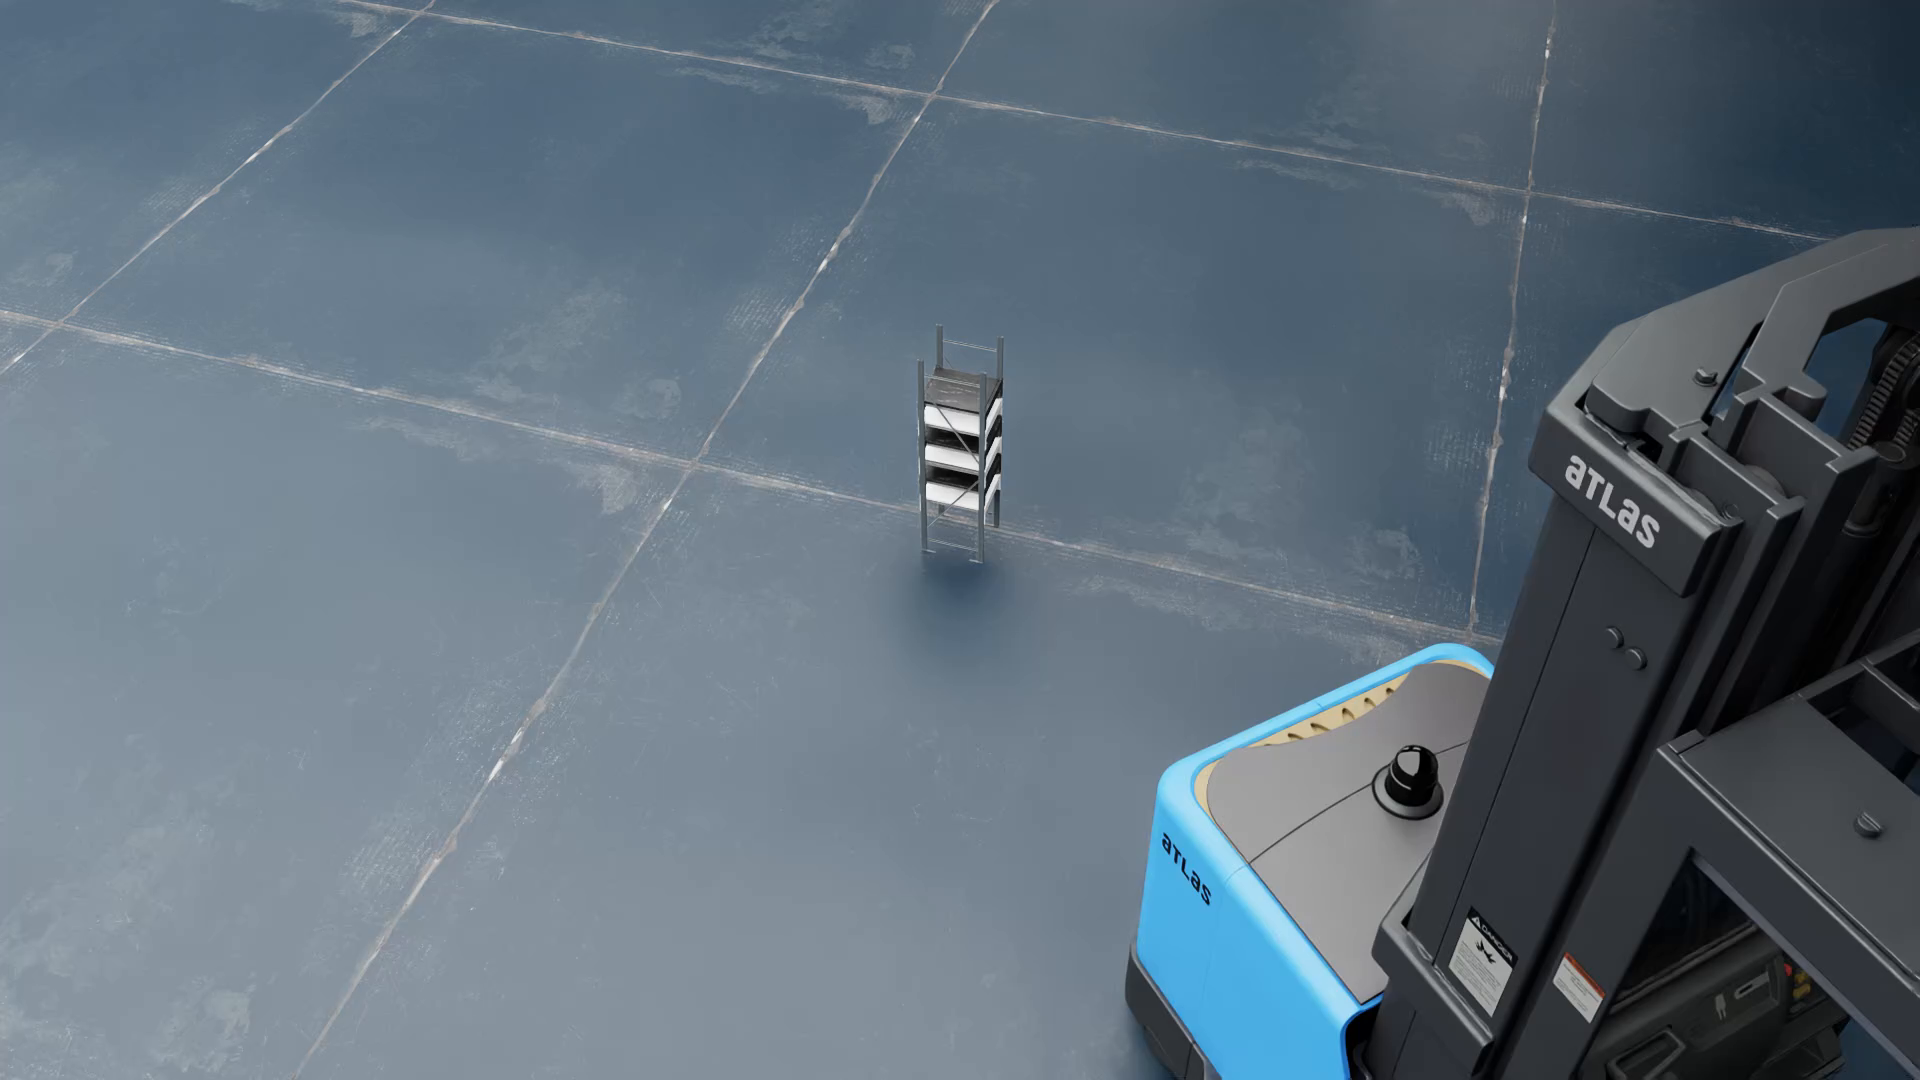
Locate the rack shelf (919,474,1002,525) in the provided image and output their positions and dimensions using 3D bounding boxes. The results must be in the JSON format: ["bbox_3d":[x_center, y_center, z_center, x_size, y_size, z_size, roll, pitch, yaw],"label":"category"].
[{"bbox_3d":[0.002,-0.175,6.090,0.258,0.077,0.200,13,46,12],"label":"rack shelf"}]

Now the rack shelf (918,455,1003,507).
[{"bbox_3d":[0.002,-0.239,6.027,0.258,0.077,0.200,13,46,12],"label":"rack shelf"}]

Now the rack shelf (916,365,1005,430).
[{"bbox_3d":[0.002,-0.496,5.775,0.258,0.077,0.200,13,46,12],"label":"rack shelf"}]

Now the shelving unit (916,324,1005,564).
[{"bbox_3d":[0.002,-0.327,5.941,0.258,0.900,0.210,13,46,12],"label":"shelving unit"}]

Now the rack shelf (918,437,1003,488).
[{"bbox_3d":[0.002,-0.303,5.964,0.258,0.077,0.200,13,46,12],"label":"rack shelf"}]

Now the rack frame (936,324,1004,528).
[{"bbox_3d":[0.033,-0.395,6.010,0.240,0.900,0.006,13,46,12],"label":"rack frame"}]

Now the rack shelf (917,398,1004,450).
[{"bbox_3d":[0.002,-0.432,5.838,0.258,0.077,0.200,13,46,12],"label":"rack shelf"}]

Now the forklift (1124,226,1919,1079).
[{"bbox_3d":[1.621,1.040,3.091,1.130,2.935,3.031,-21,48,-20],"label":"forklift"}]

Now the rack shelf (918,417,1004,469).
[{"bbox_3d":[0.002,-0.368,5.901,0.258,0.077,0.200,13,46,12],"label":"rack shelf"}]

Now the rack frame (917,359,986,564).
[{"bbox_3d":[-0.028,-0.259,5.872,0.240,0.900,0.006,13,46,12],"label":"rack frame"}]
